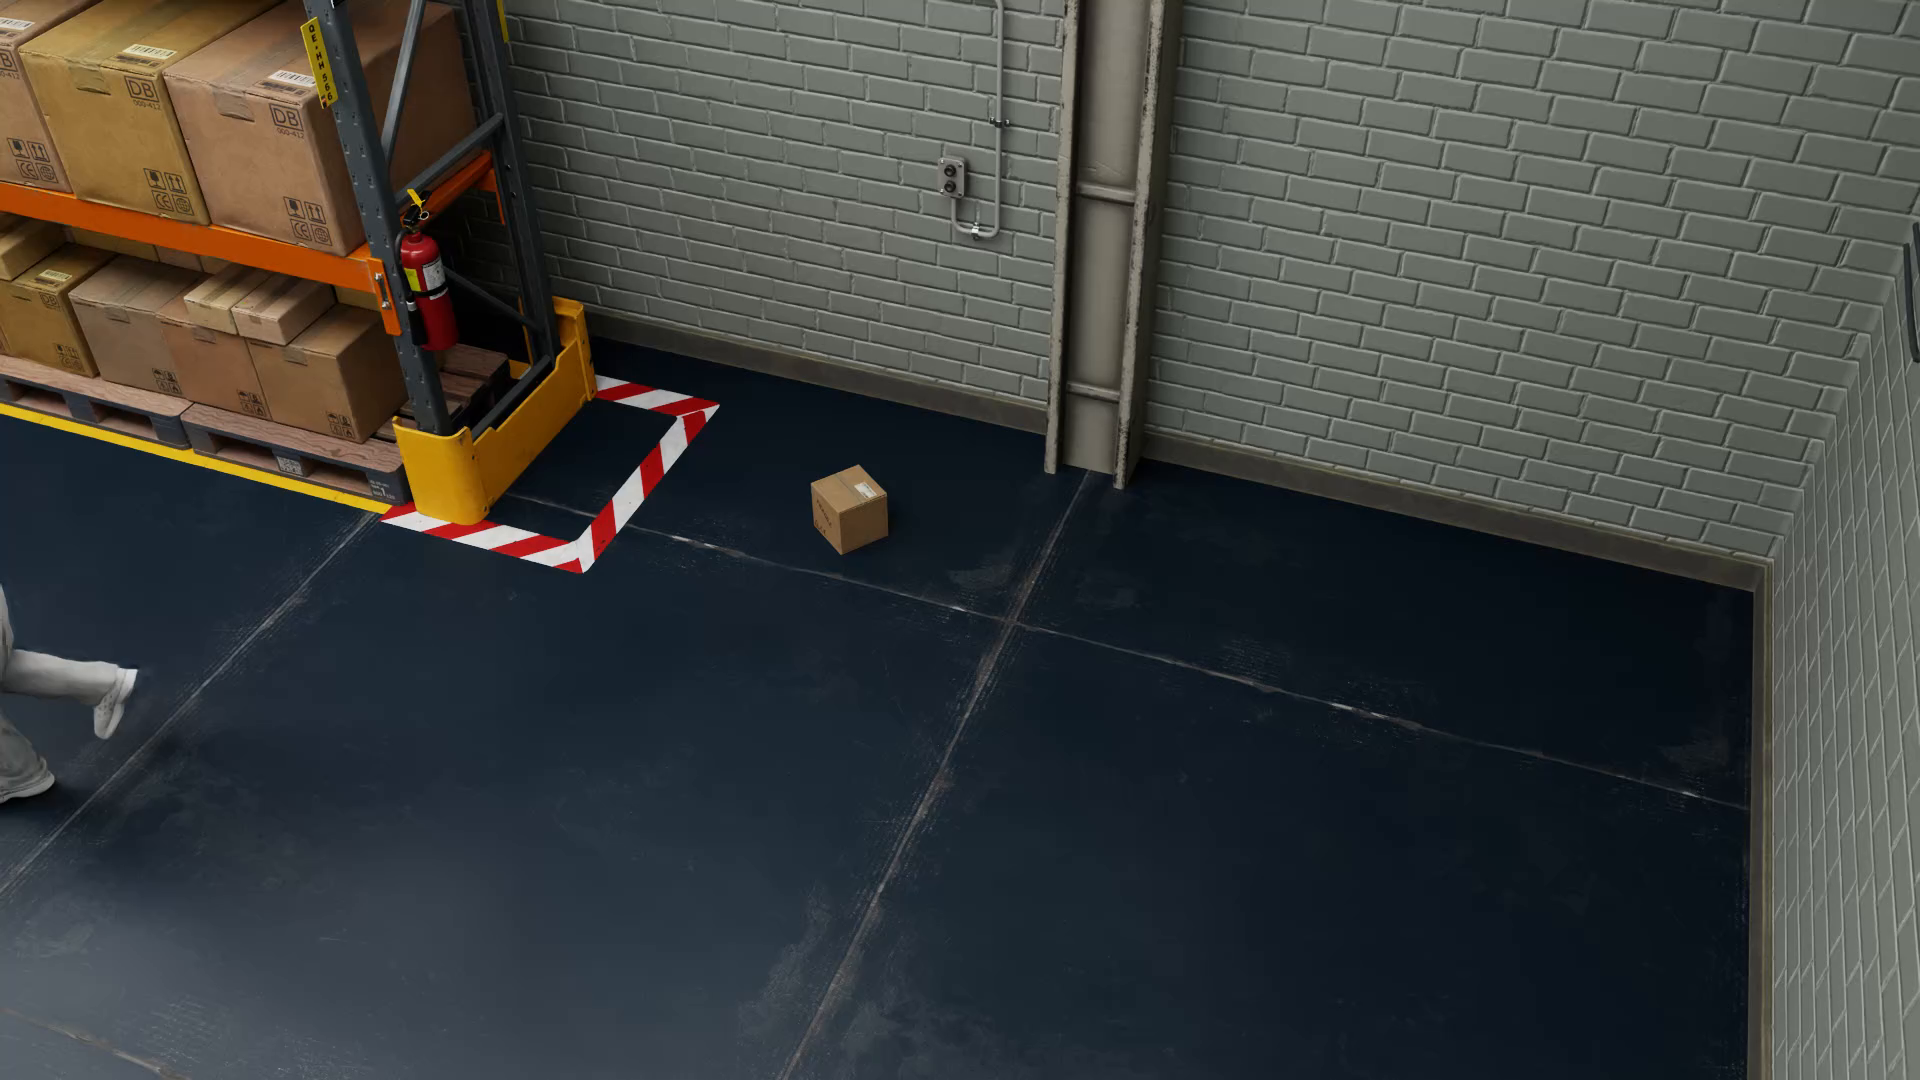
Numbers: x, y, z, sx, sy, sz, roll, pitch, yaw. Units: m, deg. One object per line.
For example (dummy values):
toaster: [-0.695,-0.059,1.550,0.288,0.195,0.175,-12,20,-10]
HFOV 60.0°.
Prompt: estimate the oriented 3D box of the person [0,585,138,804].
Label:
person: [-3.491,0.238,5.874,0.773,1.755,0.580,-13,43,-14]
